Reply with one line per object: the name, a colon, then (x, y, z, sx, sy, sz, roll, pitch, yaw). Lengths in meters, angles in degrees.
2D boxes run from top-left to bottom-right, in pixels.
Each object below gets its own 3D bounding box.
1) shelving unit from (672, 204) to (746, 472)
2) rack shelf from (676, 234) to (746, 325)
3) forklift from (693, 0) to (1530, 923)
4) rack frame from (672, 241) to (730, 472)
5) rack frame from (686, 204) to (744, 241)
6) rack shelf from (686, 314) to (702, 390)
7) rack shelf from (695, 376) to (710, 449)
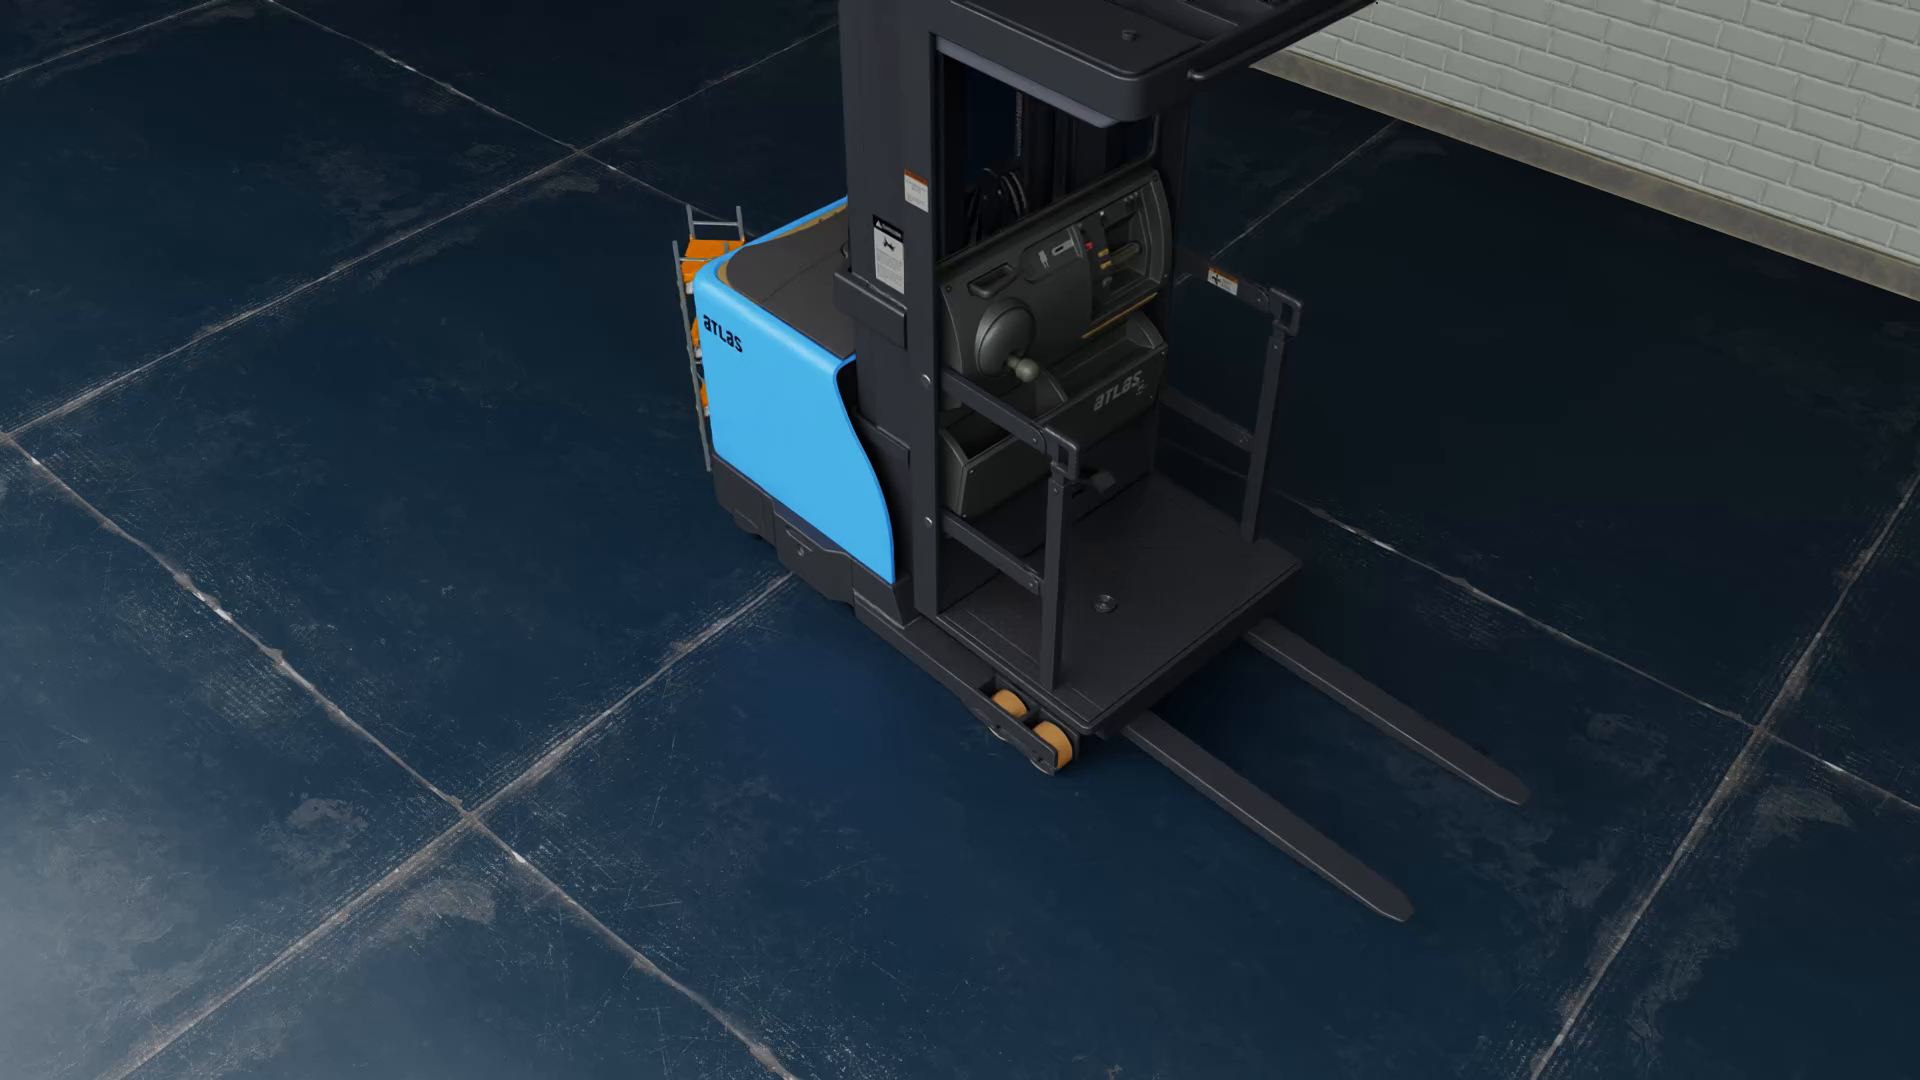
shelving unit: (-0.894, -0.739, 6.280, 0.215, 1.050, 0.252, 2, 42, 4)
rack shelf: (-0.898, -0.942, 6.097, 0.215, 0.259, 0.240, 2, 42, 4)
forklift: (0.452, -0.722, 4.866, 1.130, 2.935, 3.031, -33, 52, -31)
rack frame: (-0.904, -0.657, 6.190, 0.200, 1.050, 0.008, 2, 42, 4)
rack frame: (-0.884, -0.821, 6.370, 0.200, 1.050, 0.008, 2, 42, 4)
rack shelf: (-0.894, -0.731, 6.287, 0.215, 0.259, 0.240, 2, 42, 4)
rack shelf: (-0.890, -0.526, 6.474, 0.215, 0.259, 0.240, 2, 42, 4)
